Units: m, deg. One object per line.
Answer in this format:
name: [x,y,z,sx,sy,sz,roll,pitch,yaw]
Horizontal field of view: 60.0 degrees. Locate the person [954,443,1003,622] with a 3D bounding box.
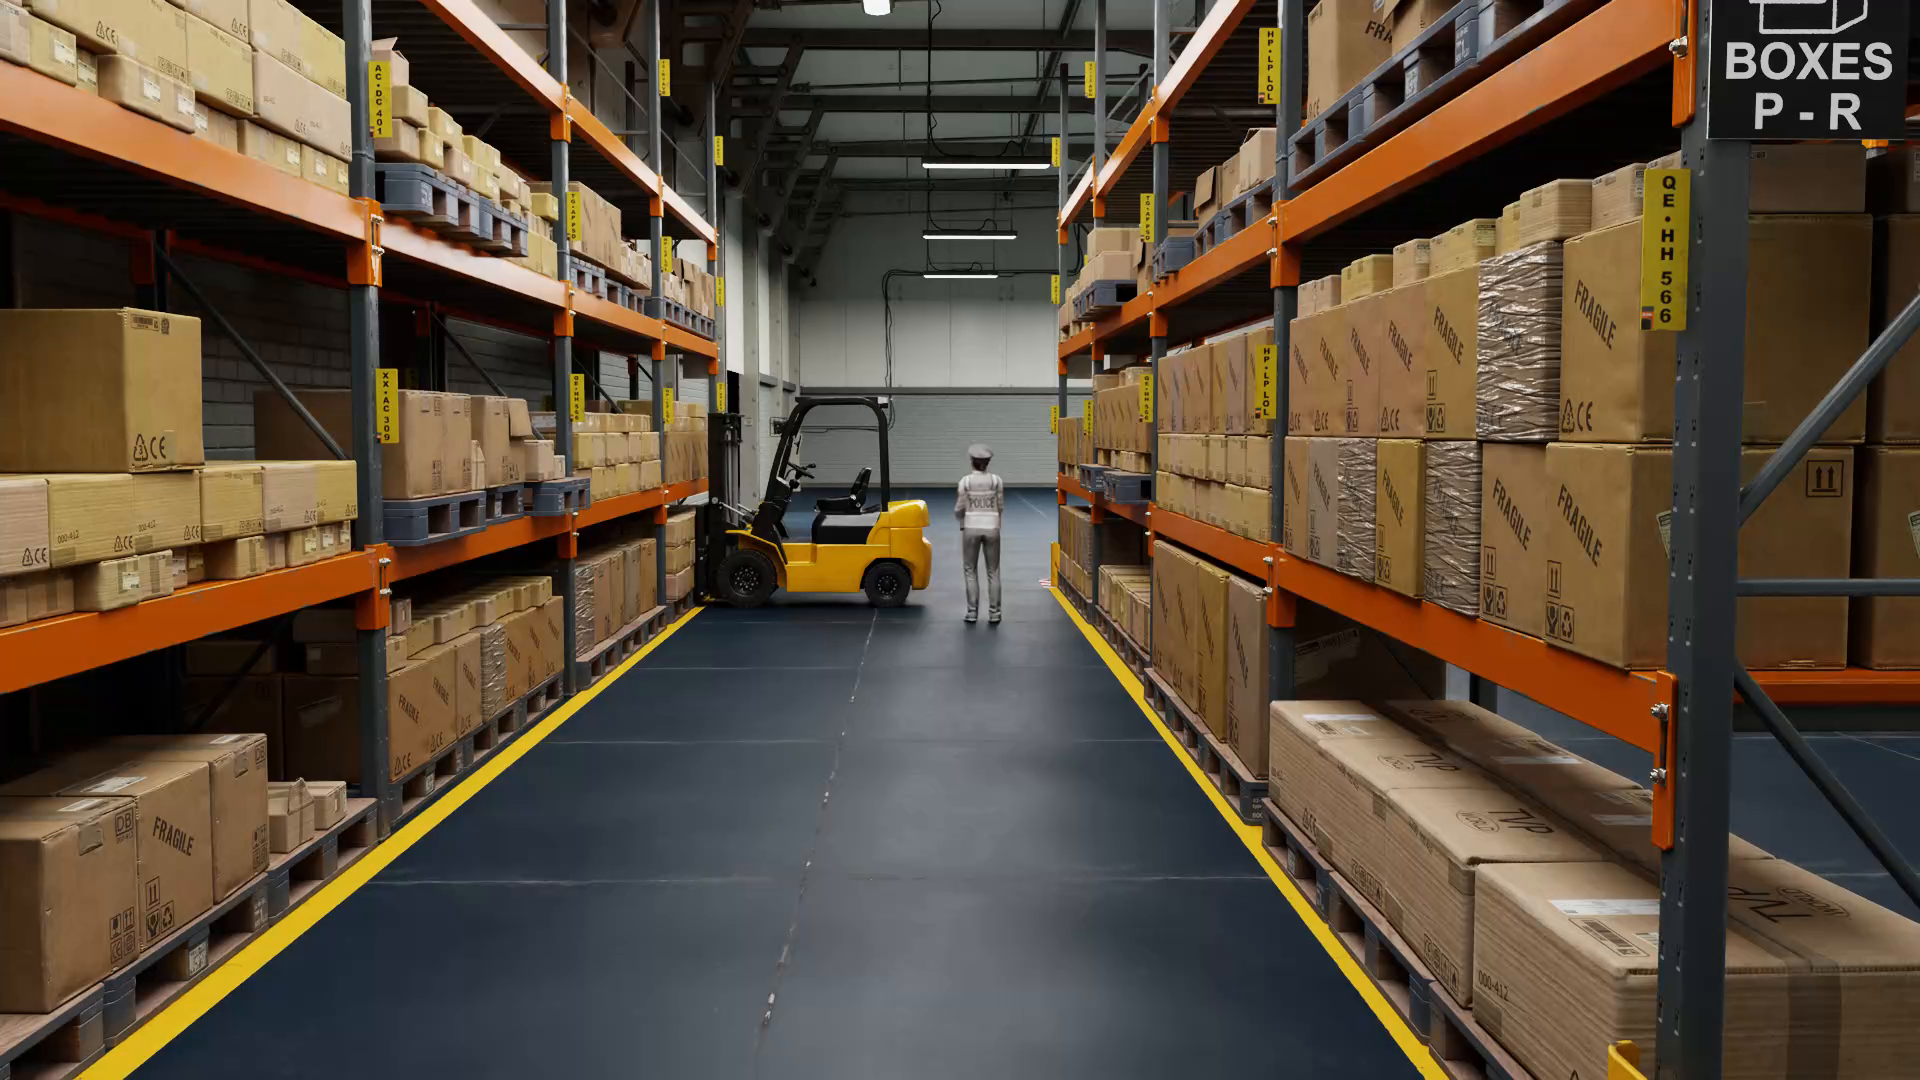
person: [0.175,-0.071,15.781,0.468,1.697,0.552,-1,4,-9]
